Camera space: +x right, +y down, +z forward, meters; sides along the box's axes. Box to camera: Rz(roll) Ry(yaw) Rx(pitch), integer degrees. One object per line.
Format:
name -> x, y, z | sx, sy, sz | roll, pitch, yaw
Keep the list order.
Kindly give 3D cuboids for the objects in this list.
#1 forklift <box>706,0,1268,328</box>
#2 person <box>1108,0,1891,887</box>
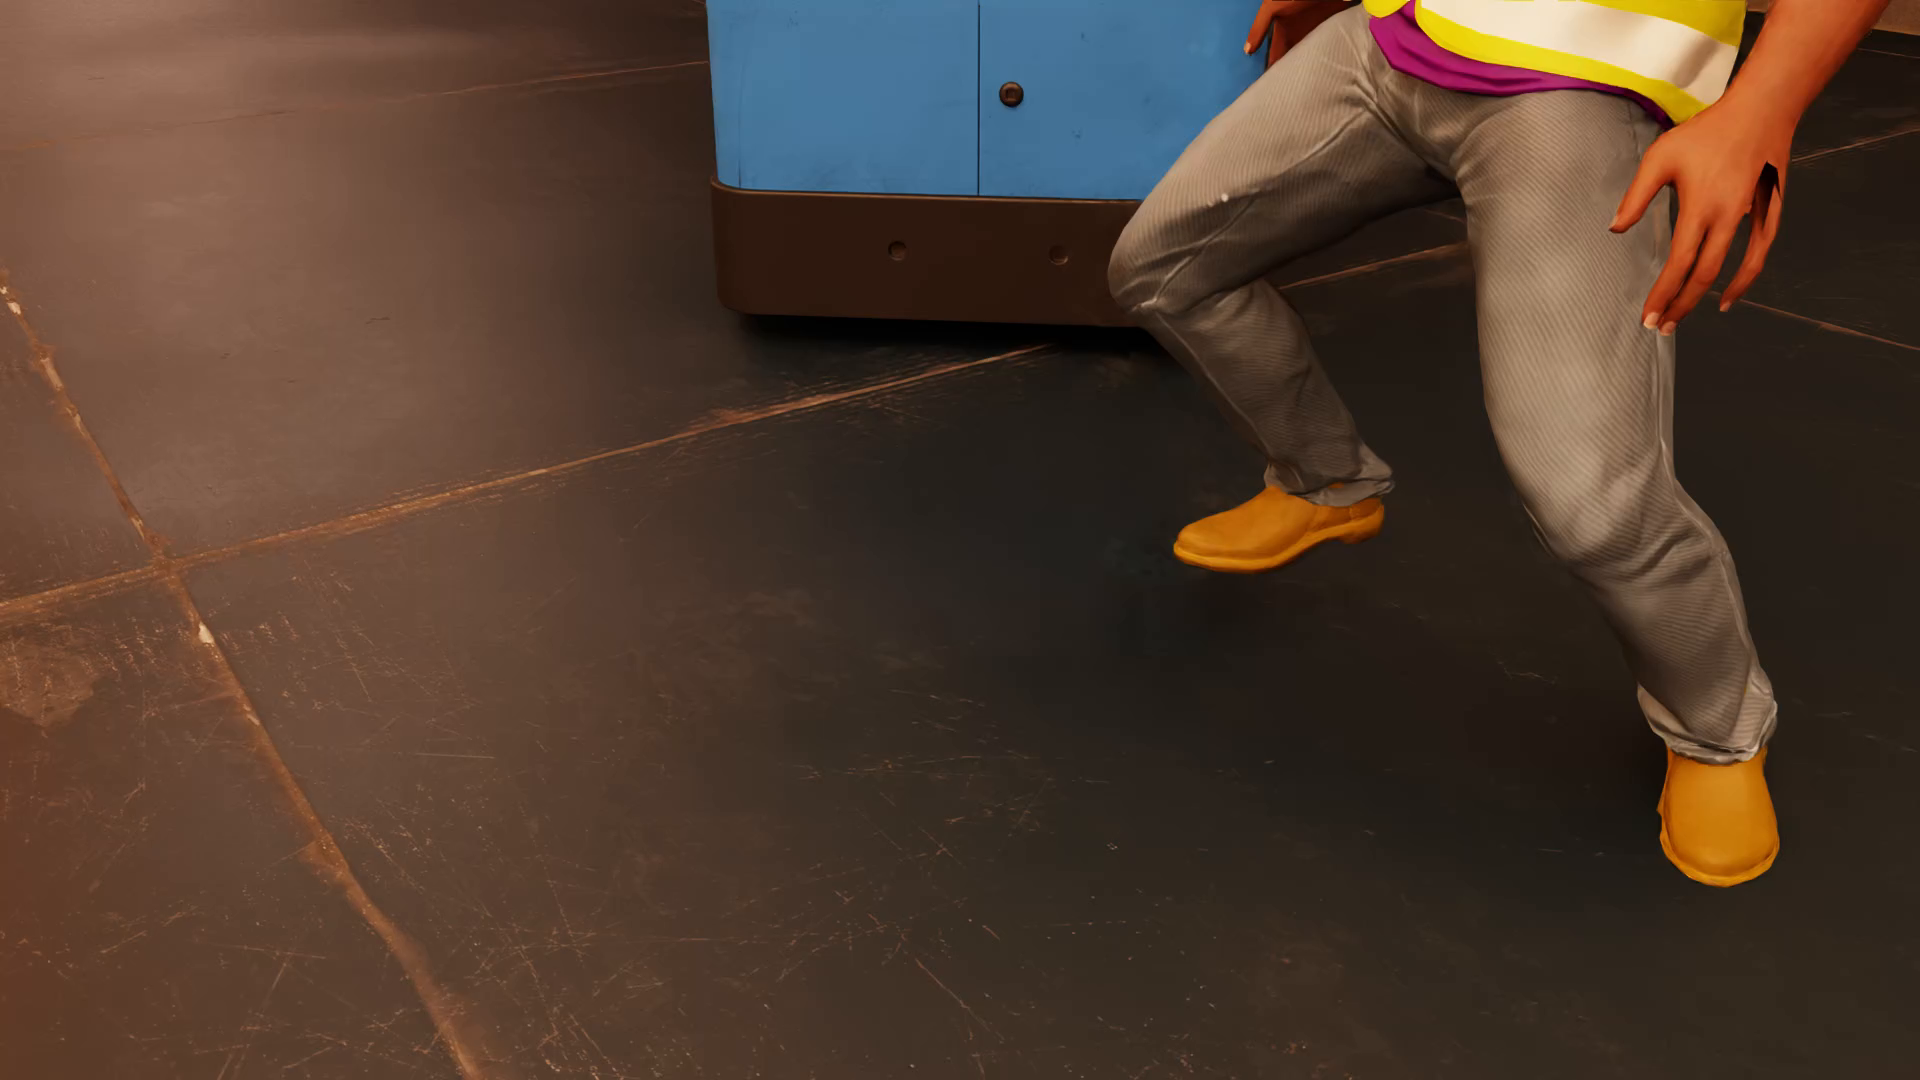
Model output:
forklift -> 0.189, -2.334, 3.885 | 1.130, 2.935, 3.031 | 3, 27, 5
person -> 0.578, -0.512, 1.720 | 0.642, 1.644, 1.004 | -8, 28, -15
